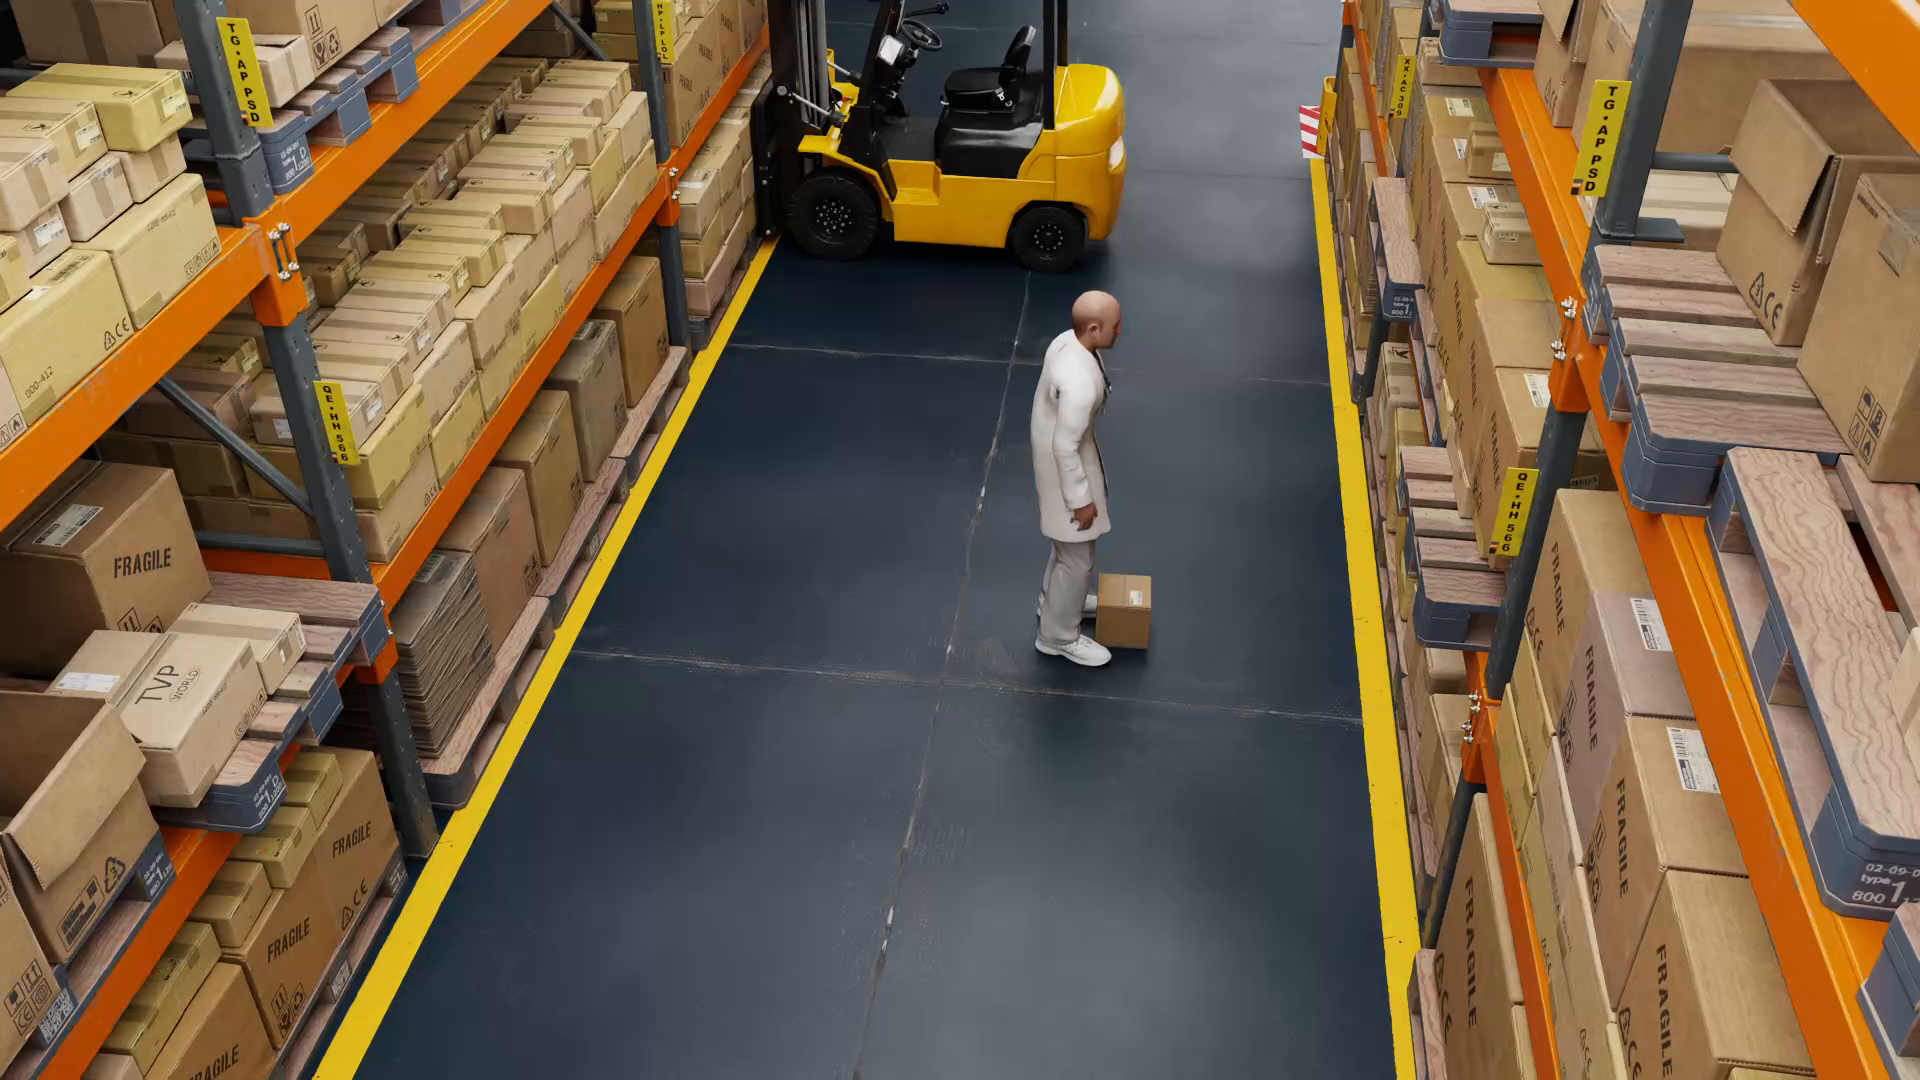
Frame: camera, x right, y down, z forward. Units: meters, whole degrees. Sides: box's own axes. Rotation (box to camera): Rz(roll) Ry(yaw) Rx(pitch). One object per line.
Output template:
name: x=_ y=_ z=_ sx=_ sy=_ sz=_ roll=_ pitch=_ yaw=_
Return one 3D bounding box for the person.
person: x=0.525 y=-0.305 z=7.481 sx=0.429 sy=1.772 sz=0.648 roll=2 pitch=36 yaw=3
